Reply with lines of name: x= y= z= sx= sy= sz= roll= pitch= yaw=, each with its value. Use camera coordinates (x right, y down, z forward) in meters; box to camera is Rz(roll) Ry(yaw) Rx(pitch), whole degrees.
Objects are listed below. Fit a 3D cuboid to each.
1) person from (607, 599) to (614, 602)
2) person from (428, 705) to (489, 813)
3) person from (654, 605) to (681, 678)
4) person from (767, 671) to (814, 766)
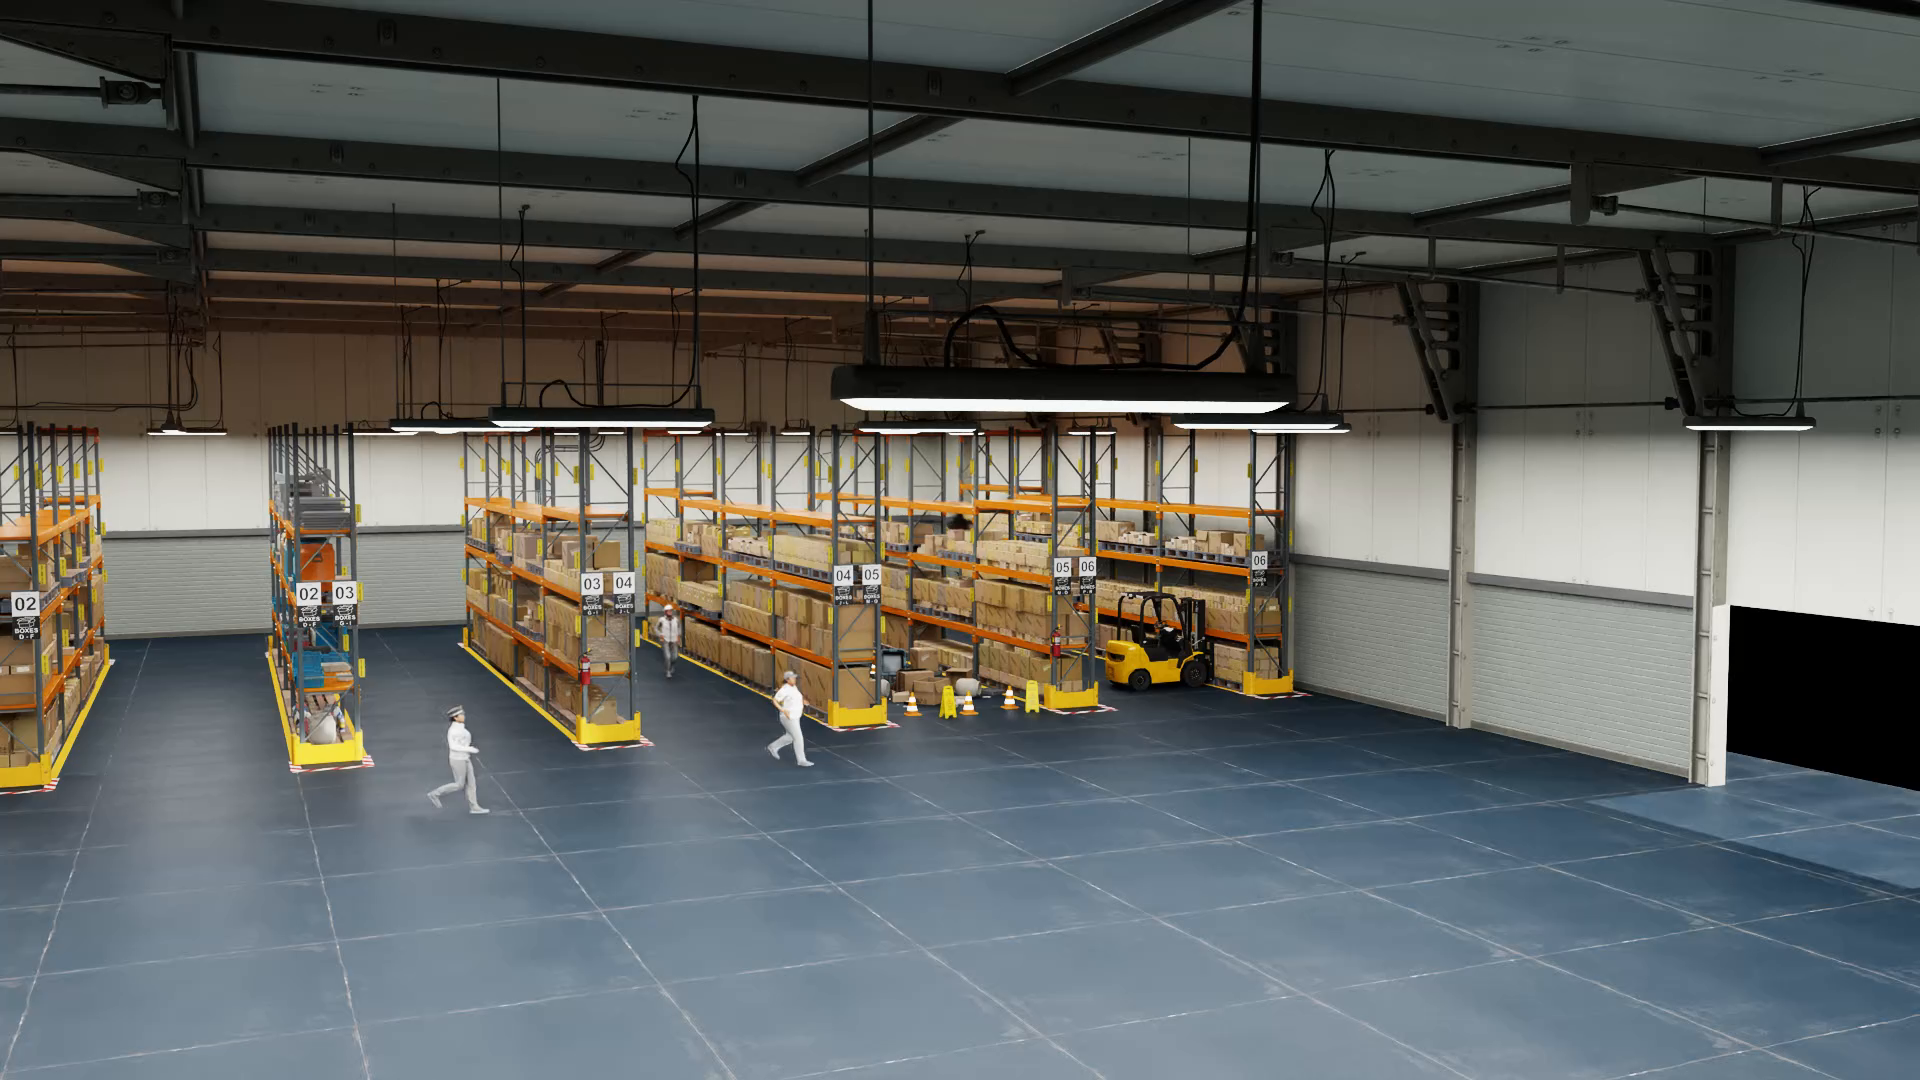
person: x=-10.123 y=2.035 z=47.943 sx=0.659 sy=1.494 sz=0.952 roll=3 pitch=5 yaw=40
person: x=-7.601 y=3.331 z=25.208 sx=0.890 sy=1.669 sz=0.618 roll=0 pitch=4 yaw=-6
person: x=-7.001 y=2.418 z=39.902 sx=0.679 sy=1.737 sz=0.581 roll=-2 pitch=4 yaw=-24
person: x=-2.968 y=3.109 z=29.073 sx=0.899 sy=1.643 sz=0.615 roll=1 pitch=4 yaw=14
